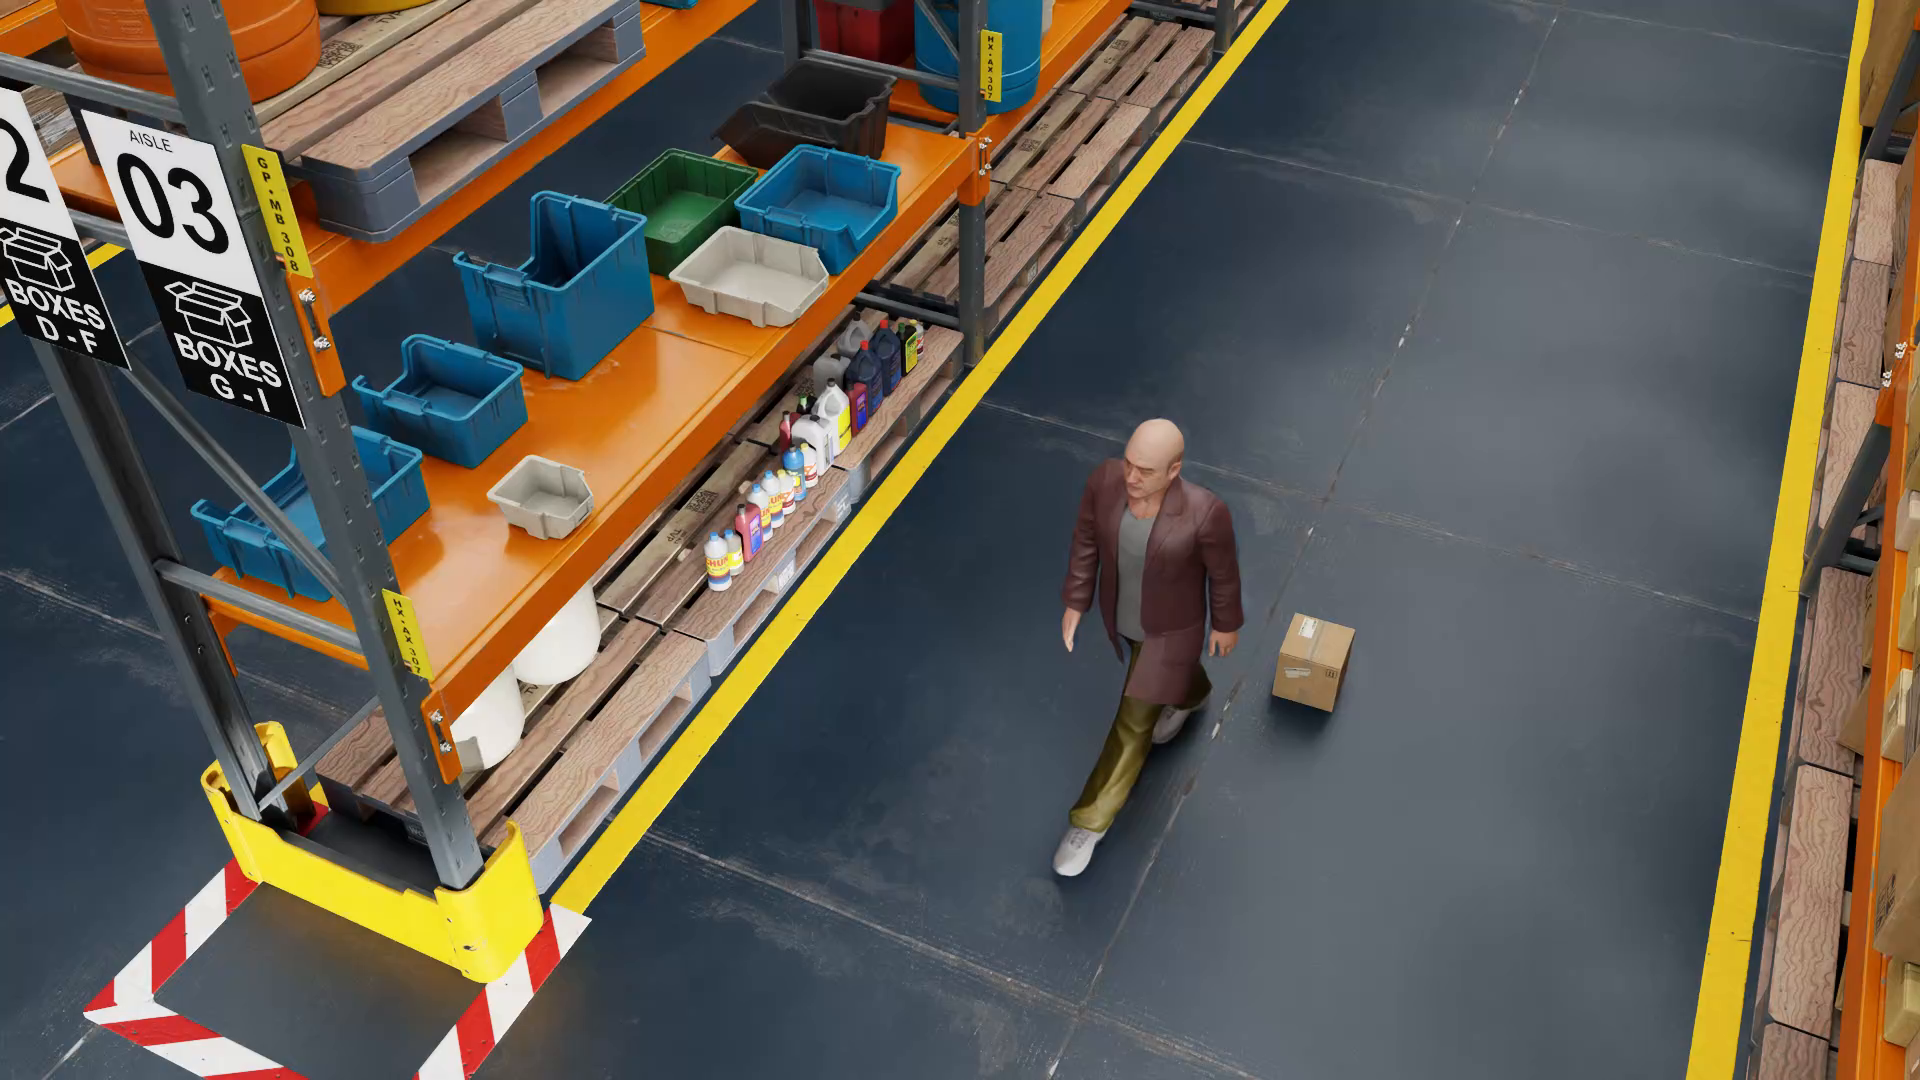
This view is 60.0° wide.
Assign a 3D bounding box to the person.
[{"bbox_3d":[0.626,0.272,5.851,0.603,1.708,1.129,31,50,31],"label":"person"}]
